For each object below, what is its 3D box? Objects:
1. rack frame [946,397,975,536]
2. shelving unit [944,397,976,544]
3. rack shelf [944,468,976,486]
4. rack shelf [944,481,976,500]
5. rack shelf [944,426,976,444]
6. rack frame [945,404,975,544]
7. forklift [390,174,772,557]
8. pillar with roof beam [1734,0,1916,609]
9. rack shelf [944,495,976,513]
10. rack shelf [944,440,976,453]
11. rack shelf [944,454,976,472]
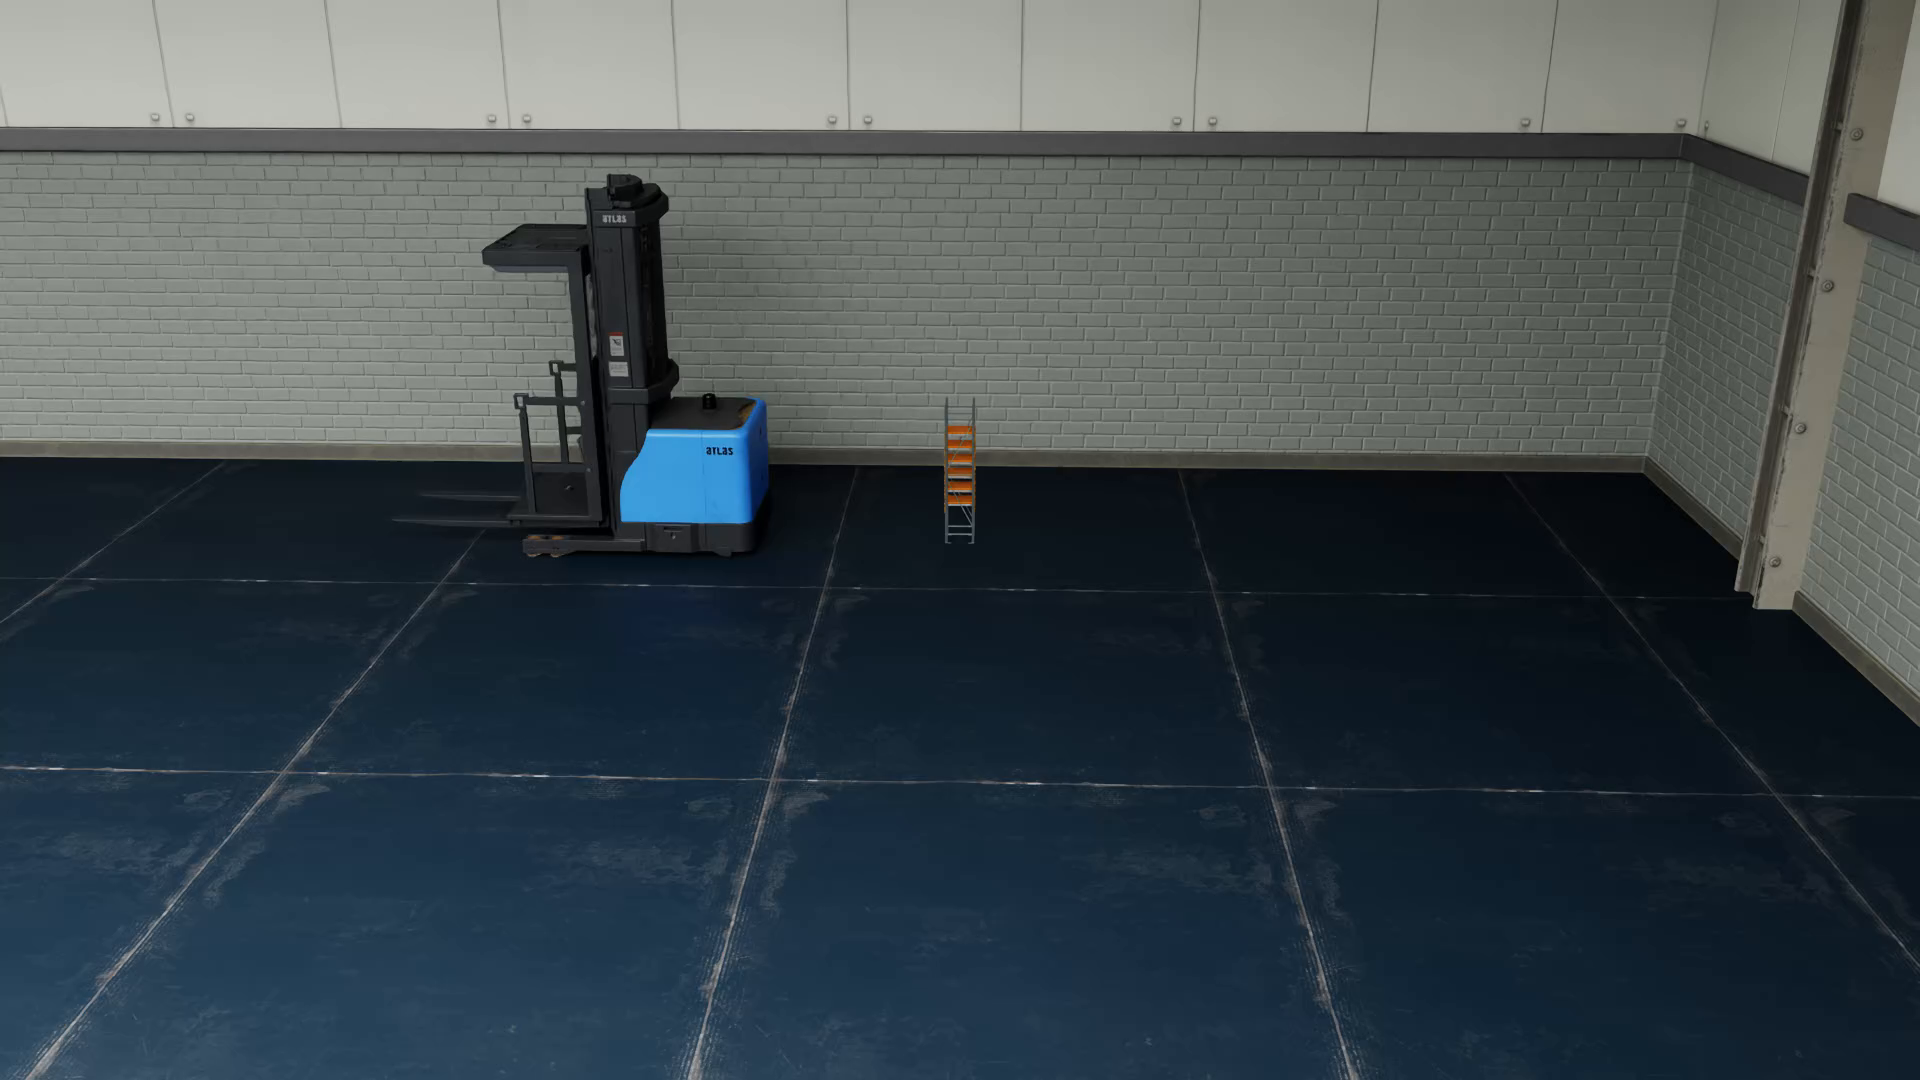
[{"bbox_3d":[0.003,-0.598,13.704,0.240,1.200,0.006,1,21,2],"label":"rack frame"},{"bbox_3d":[0.000,-0.565,13.619,0.258,1.200,0.189,1,21,2],"label":"shelving unit"},{"bbox_3d":[0.000,-0.523,13.635,0.258,0.103,0.180,1,21,2],"label":"rack shelf"},{"bbox_3d":[0.000,-0.411,13.678,0.258,0.103,0.180,1,21,2],"label":"rack shelf"},{"bbox_3d":[0.000,-0.859,13.505,0.258,0.103,0.180,1,21,2],"label":"rack shelf"},{"bbox_3d":[-0.002,-0.532,13.533,0.240,1.200,0.006,1,21,2],"label":"rack frame"},{"bbox_3d":[-3.144,-1.418,13.424,3.031,2.935,1.130,1,21,3],"label":"forklift"},{"bbox_3d":[1.827,-3.795,11.162,9.100,9.000,0.400,1,21,2],"label":"pillar with roof beam"},{"bbox_3d":[0.000,-0.299,13.722,0.258,0.103,0.180,1,21,2],"label":"rack shelf"},{"bbox_3d":[0.000,-0.747,13.548,0.258,0.103,0.180,1,21,2],"label":"rack shelf"},{"bbox_3d":[0.000,-0.635,13.591,0.258,0.103,0.180,1,21,2],"label":"rack shelf"}]
